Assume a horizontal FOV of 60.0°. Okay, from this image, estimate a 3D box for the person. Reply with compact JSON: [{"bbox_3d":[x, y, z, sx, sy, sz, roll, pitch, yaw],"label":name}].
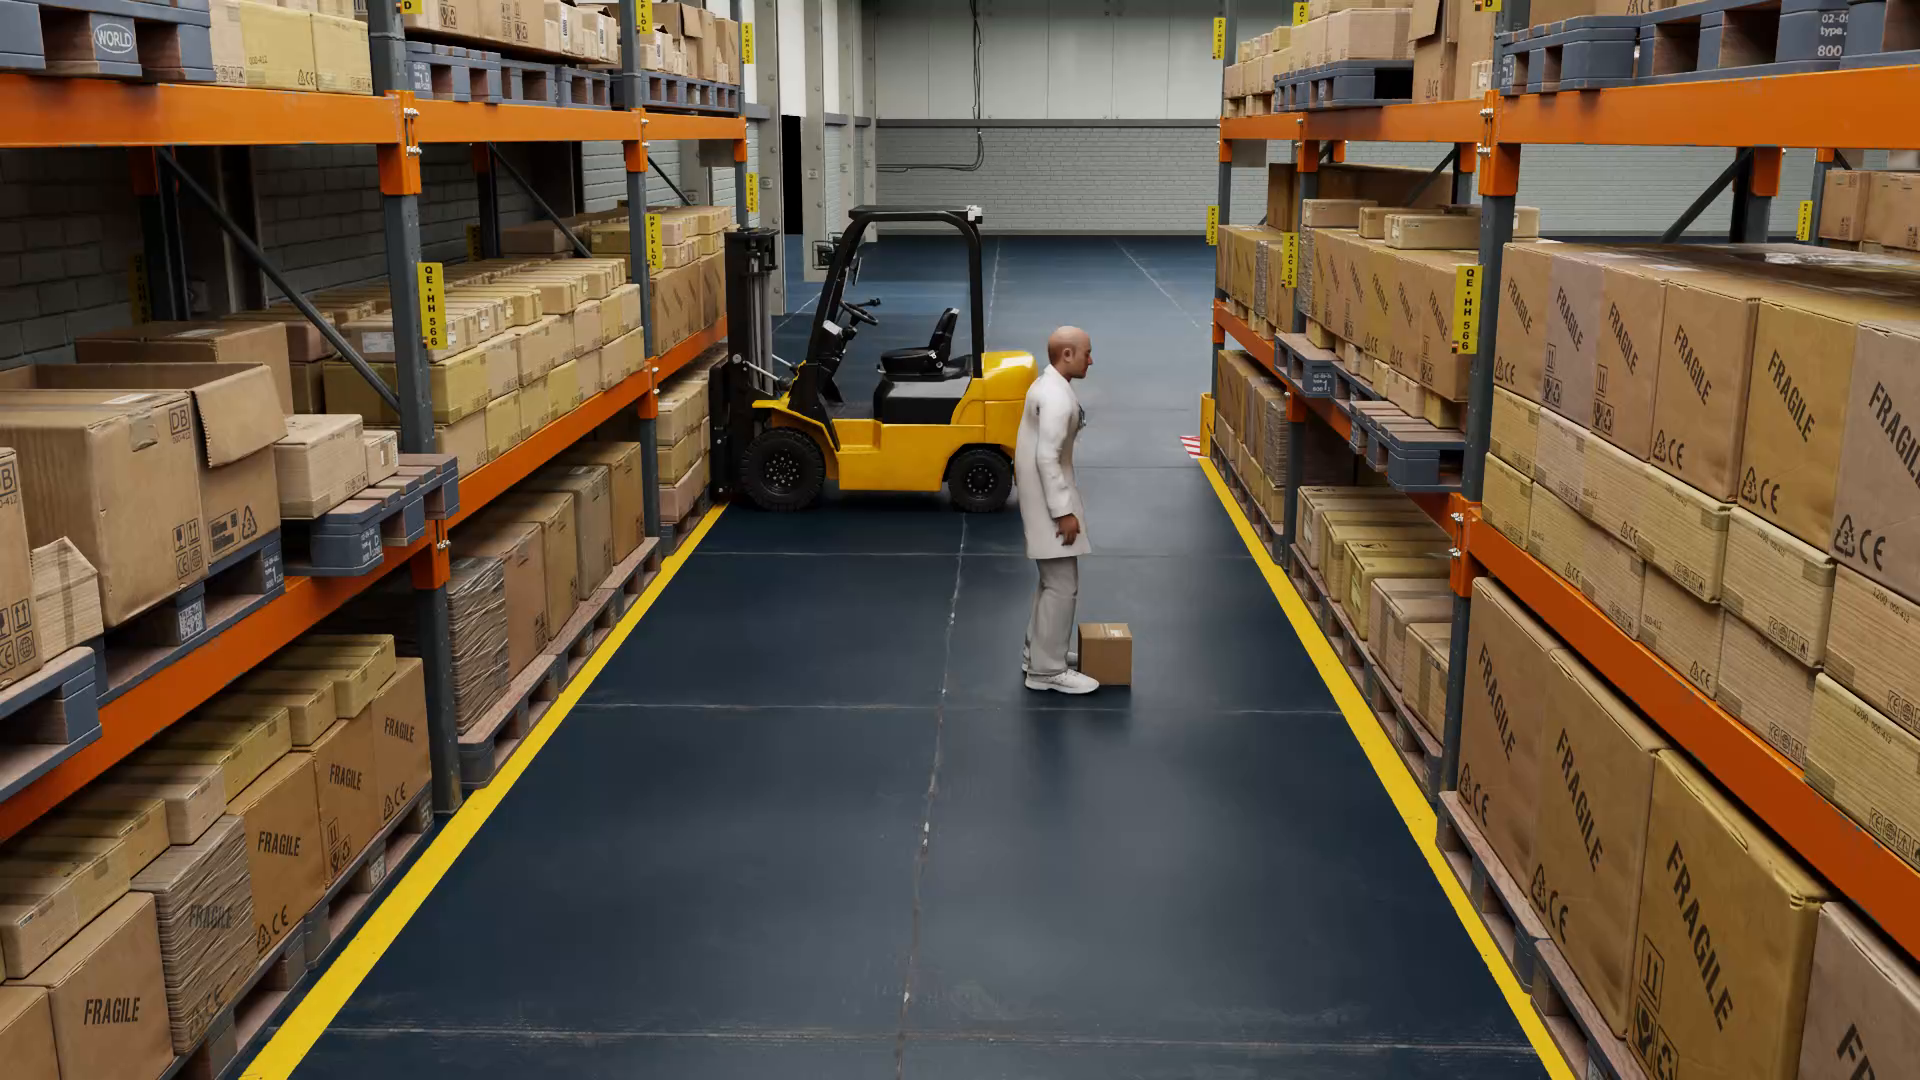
[{"bbox_3d":[0.481,-0.166,8.209,0.424,1.774,0.644,0,14,2],"label":"person"}]
